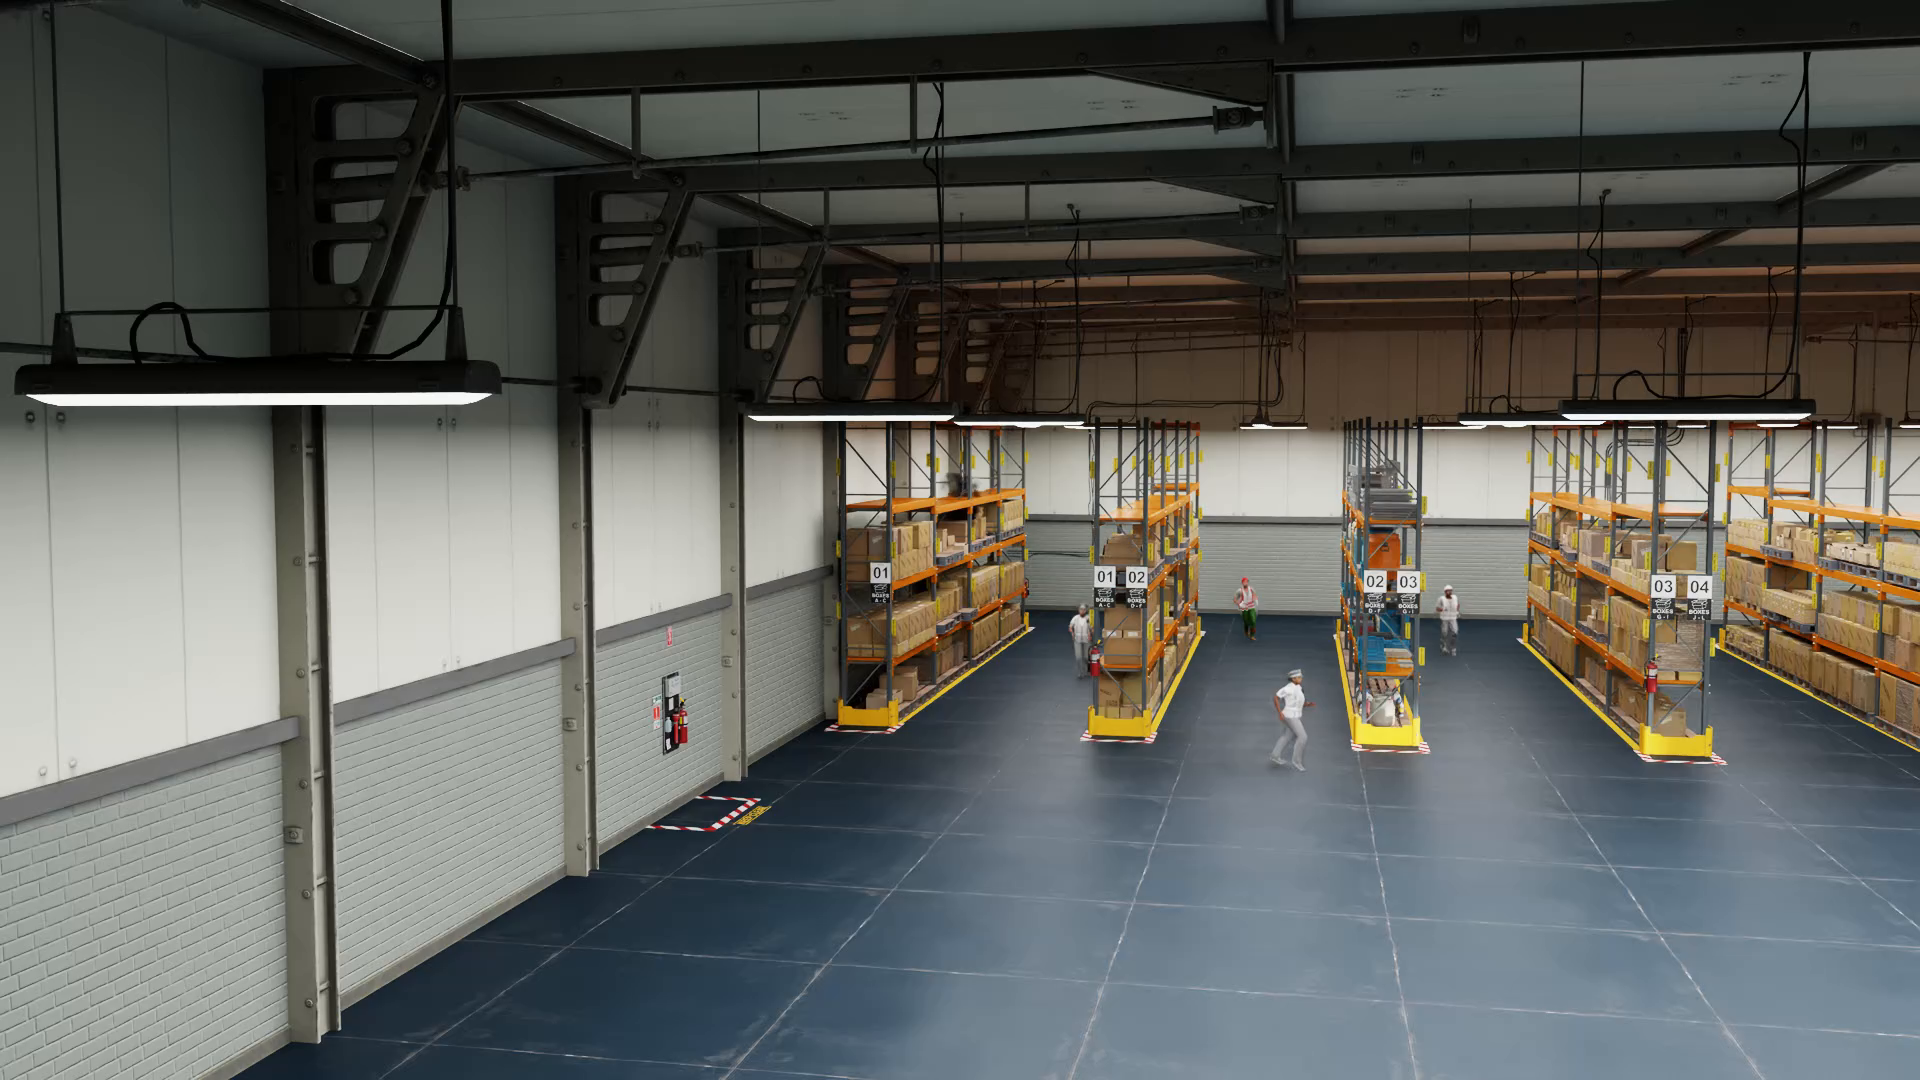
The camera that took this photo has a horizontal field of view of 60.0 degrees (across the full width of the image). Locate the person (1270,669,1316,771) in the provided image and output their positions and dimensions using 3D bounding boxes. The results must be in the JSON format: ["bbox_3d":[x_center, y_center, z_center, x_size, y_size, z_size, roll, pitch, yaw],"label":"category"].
[{"bbox_3d":[5.657,3.051,28.254,0.813,1.746,0.537,2,4,29],"label":"person"}]

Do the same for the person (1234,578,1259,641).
[{"bbox_3d":[7.891,1.897,45.860,0.698,1.737,0.695,-1,4,-8],"label":"person"}]

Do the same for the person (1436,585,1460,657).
[{"bbox_3d":[12.498,2.076,42.594,0.638,1.845,0.784,0,4,4],"label":"person"}]

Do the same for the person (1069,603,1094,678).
[{"bbox_3d":[2.850,2.339,38.753,0.659,1.732,0.581,1,4,8],"label":"person"}]
